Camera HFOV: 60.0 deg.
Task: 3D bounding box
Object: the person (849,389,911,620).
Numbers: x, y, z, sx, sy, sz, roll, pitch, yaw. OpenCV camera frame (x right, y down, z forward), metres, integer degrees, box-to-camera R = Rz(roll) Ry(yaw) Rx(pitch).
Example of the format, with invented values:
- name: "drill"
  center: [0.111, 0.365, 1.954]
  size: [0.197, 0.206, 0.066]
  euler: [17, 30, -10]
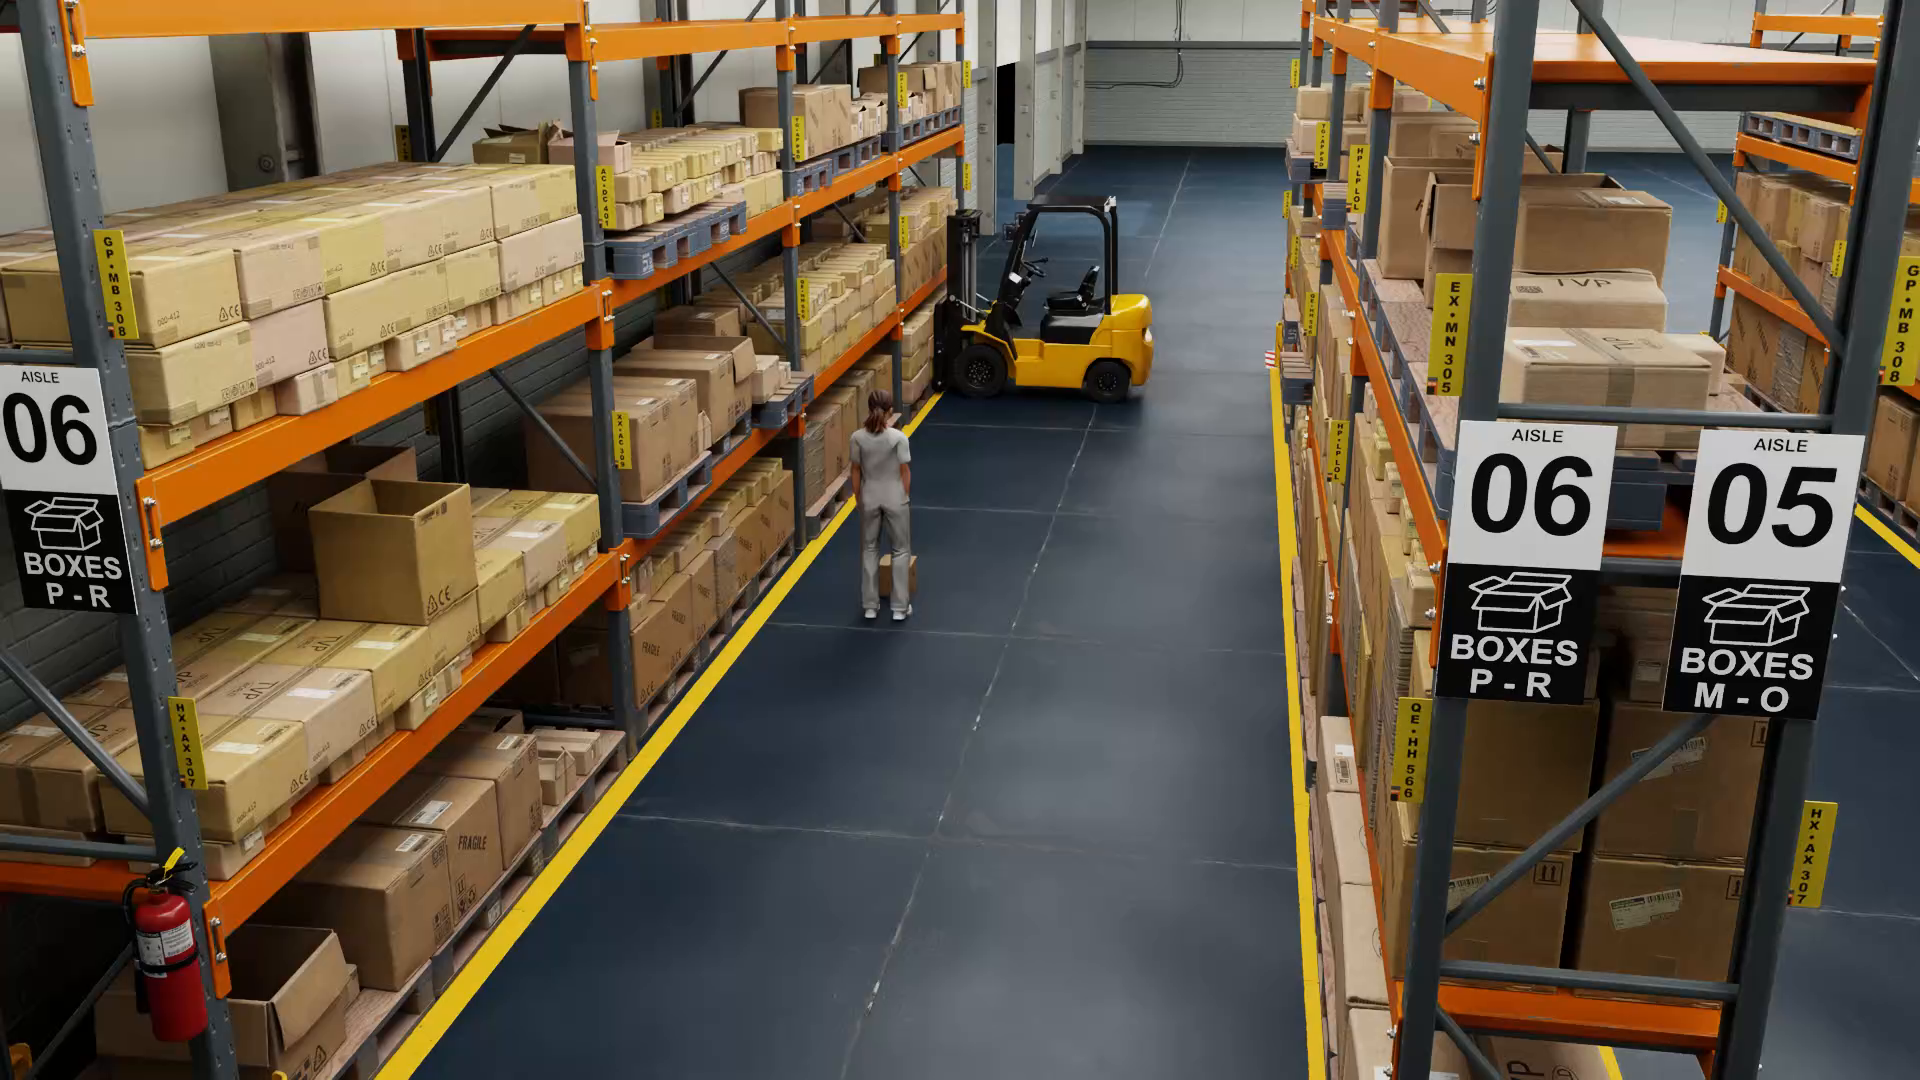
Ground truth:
- name: "person"
  center: [-0.564, -0.241, 11.851]
  size: [0.445, 1.653, 0.355]
  euler: [3, 18, 9]
